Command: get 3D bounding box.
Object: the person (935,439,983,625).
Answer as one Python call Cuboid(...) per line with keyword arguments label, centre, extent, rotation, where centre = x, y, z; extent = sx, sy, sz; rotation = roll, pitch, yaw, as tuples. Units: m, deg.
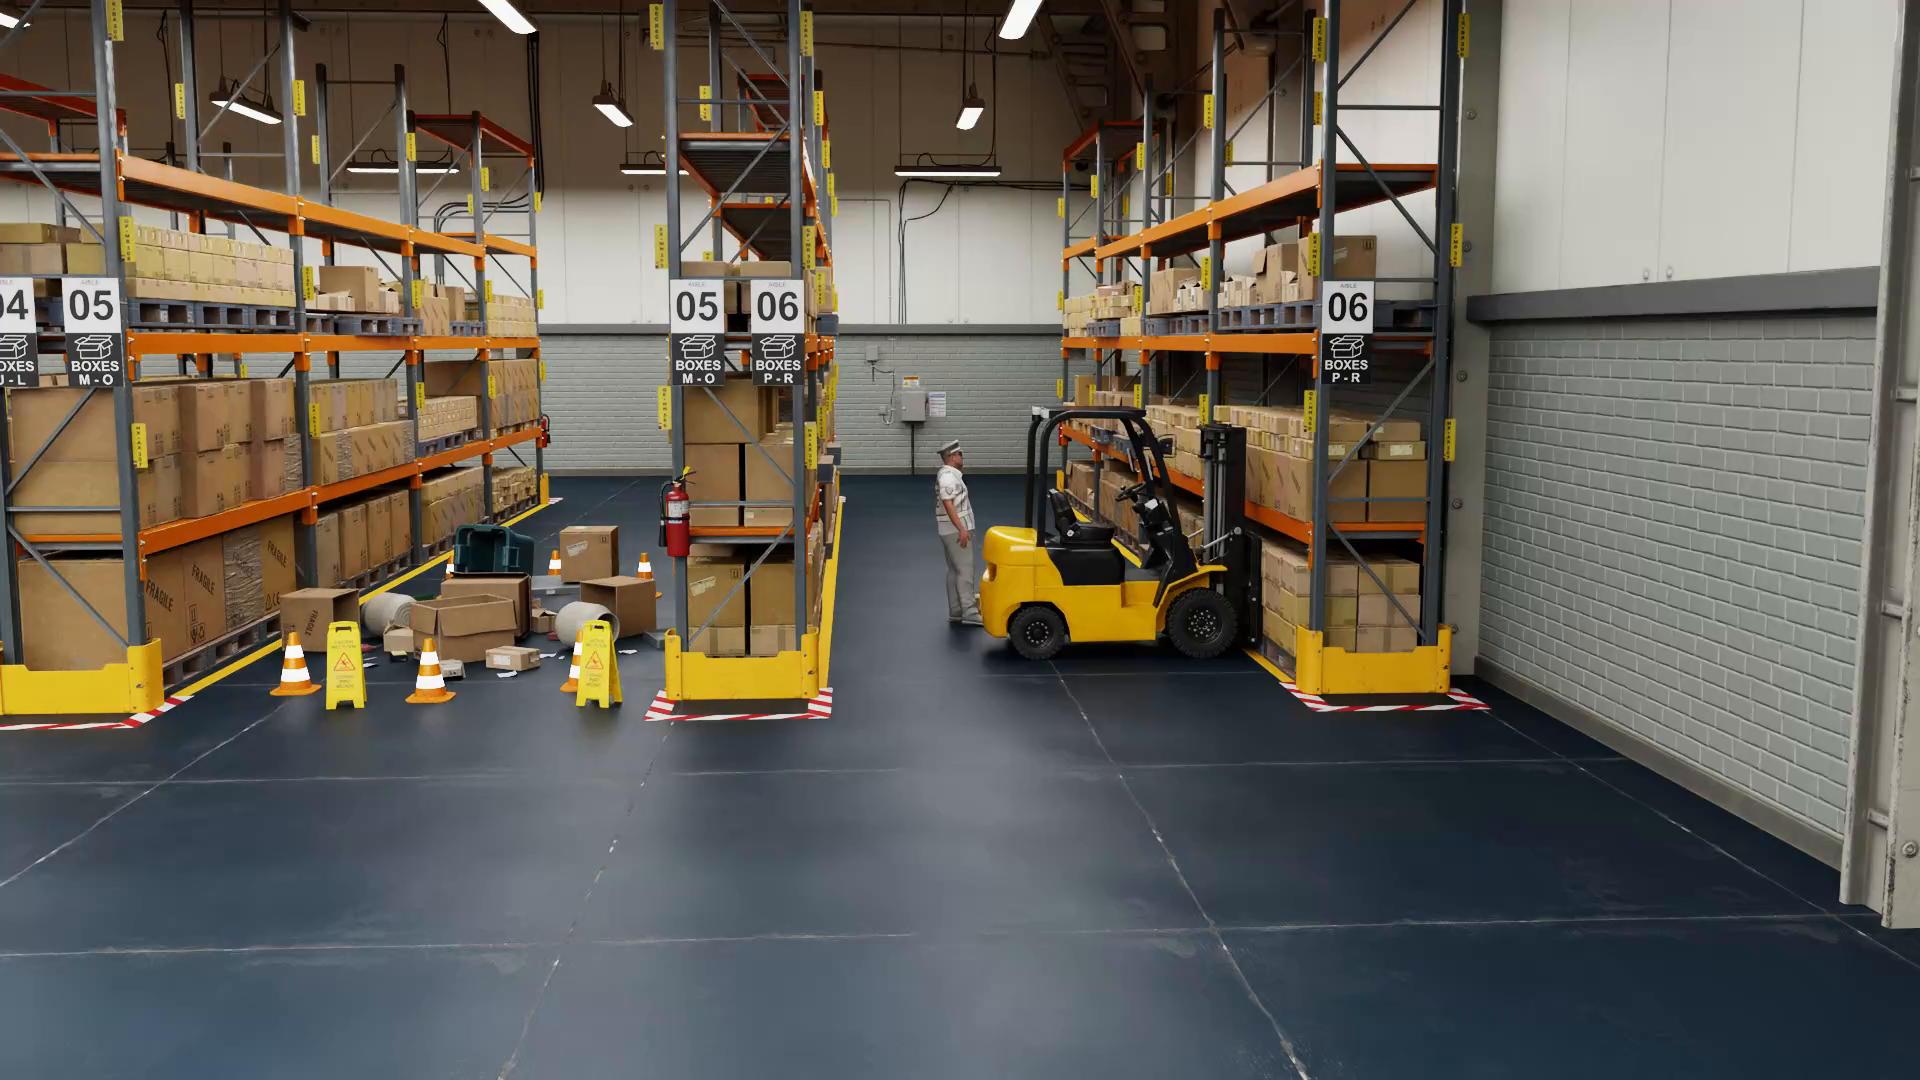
Cuboid(label="person", centre=(0.044, -0.089, 16.260), extent=(0.574, 1.777, 0.640), rotation=(0, 7, -4))
